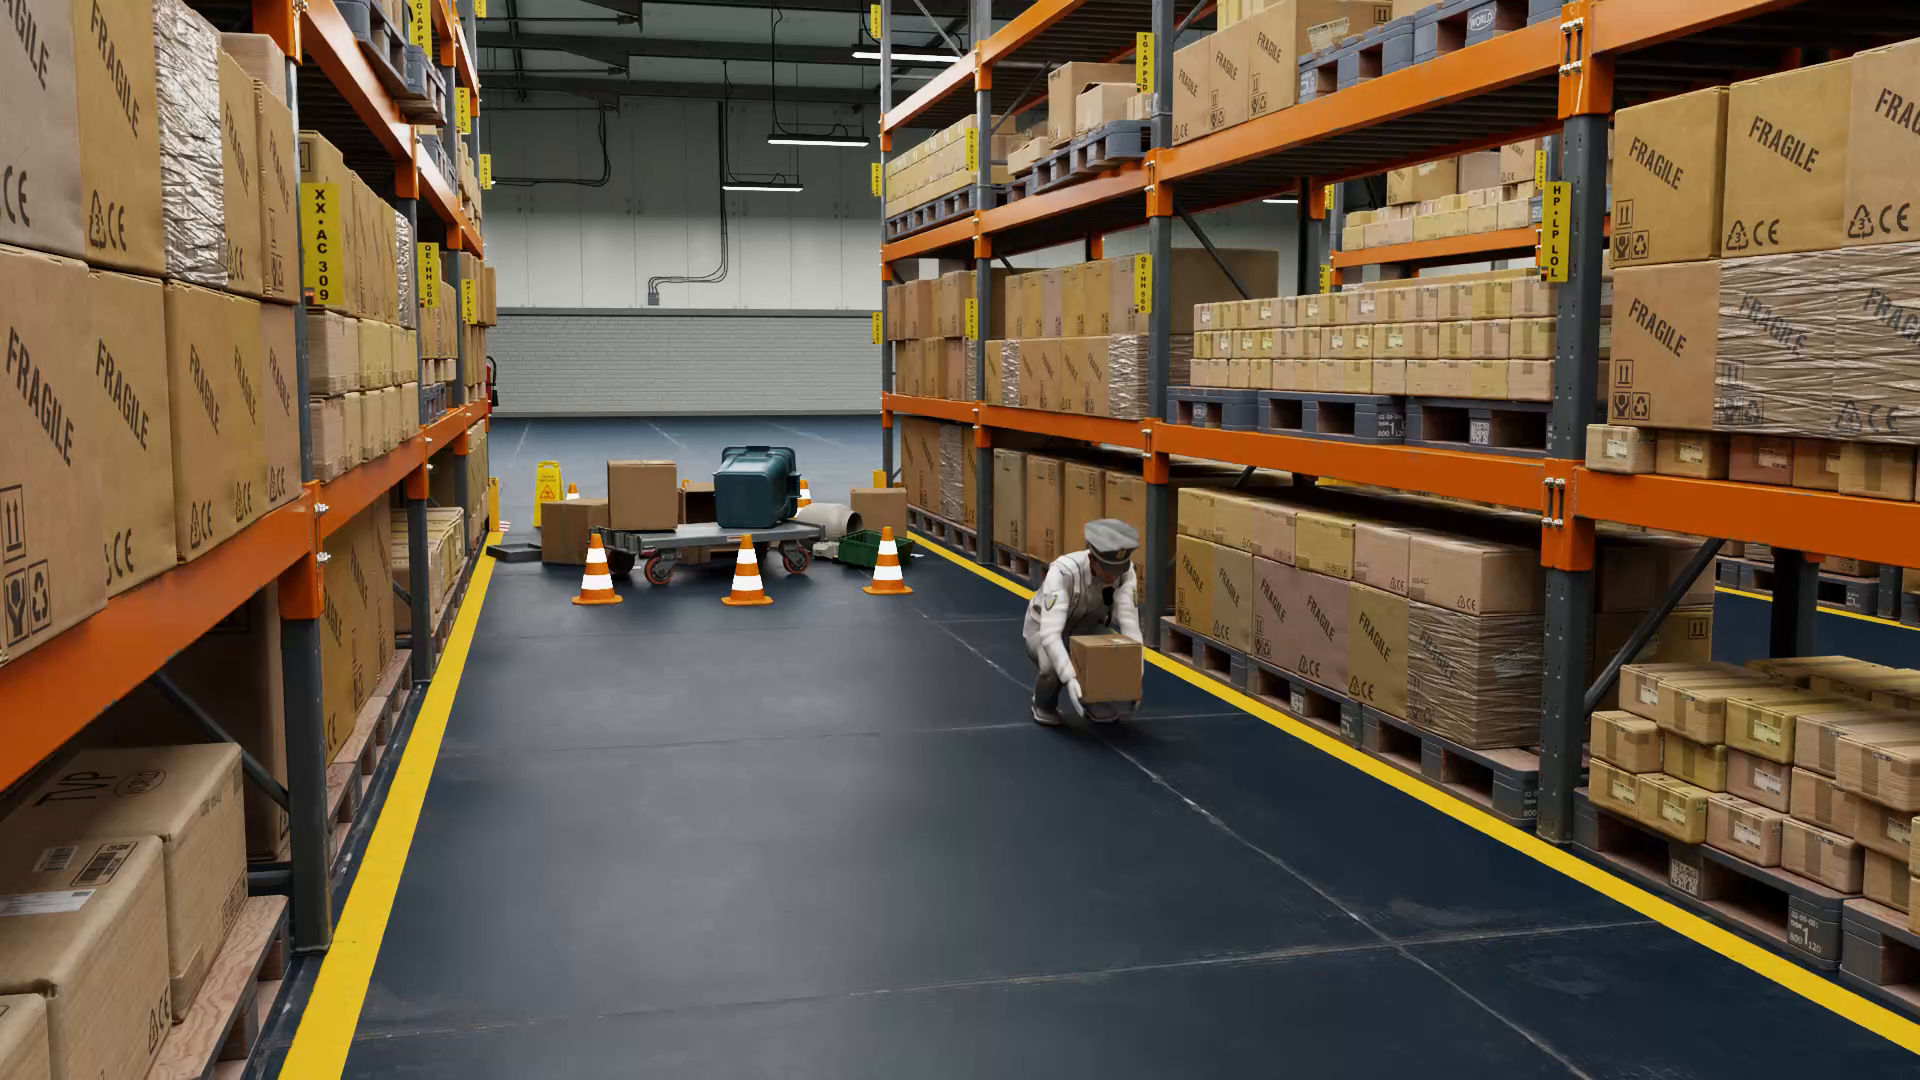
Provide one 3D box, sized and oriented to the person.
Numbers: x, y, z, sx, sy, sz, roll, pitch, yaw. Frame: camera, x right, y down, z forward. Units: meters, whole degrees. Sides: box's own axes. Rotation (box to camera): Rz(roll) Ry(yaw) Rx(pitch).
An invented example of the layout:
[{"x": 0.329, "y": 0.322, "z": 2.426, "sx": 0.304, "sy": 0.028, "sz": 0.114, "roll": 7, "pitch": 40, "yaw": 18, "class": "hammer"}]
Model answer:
[{"x": 0.555, "y": 0.375, "z": 7.527, "sx": 0.491, "sy": 0.969, "sz": 0.828, "roll": -2, "pitch": 6, "yaw": -14, "class": "person"}]
